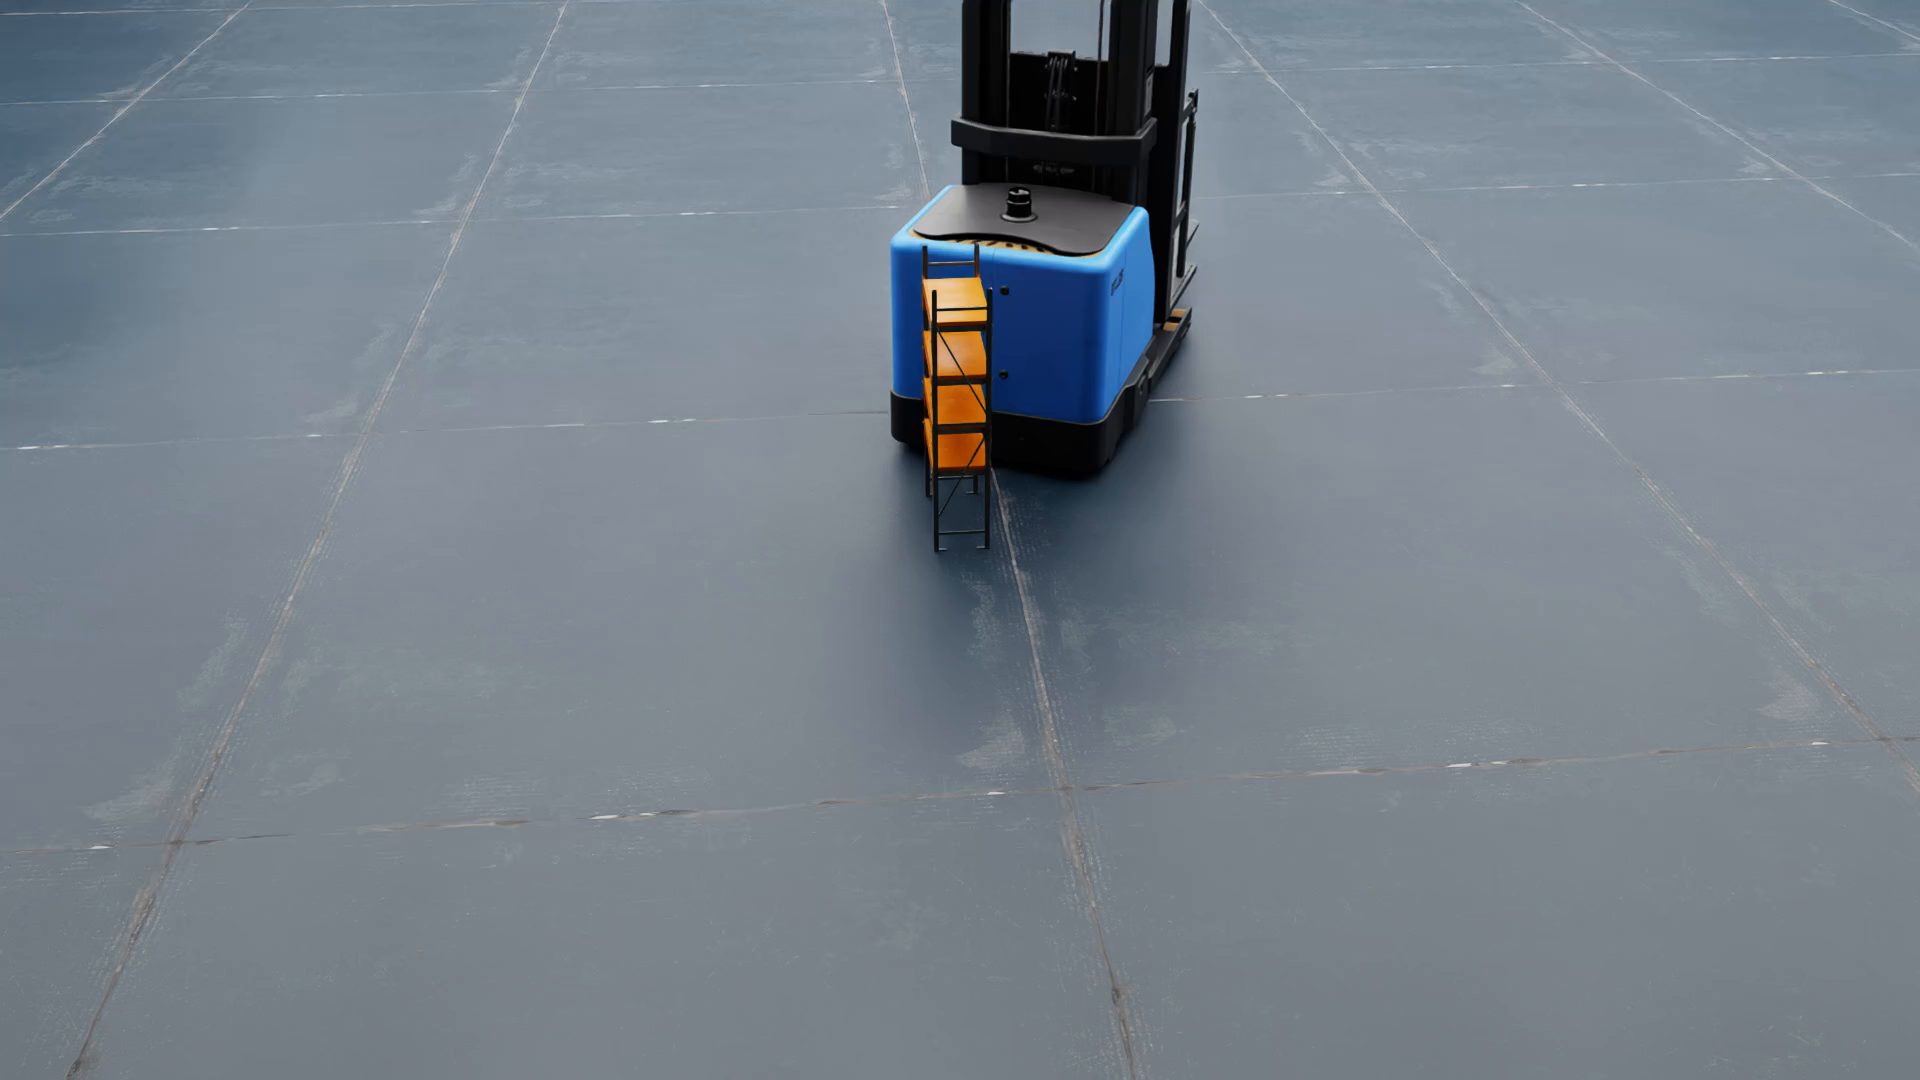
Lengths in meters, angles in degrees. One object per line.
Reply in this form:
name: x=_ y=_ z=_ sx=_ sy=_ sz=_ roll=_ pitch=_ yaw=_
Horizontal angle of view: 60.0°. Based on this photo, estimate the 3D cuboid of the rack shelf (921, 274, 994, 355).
rack shelf: x=-0.015 y=-0.937 z=6.882 sx=0.258 sy=0.148 sz=0.480 roll=-3 pitch=31 yaw=-5

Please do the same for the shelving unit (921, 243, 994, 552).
shelving unit: x=-0.015 y=-0.600 z=7.084 sx=0.258 sy=1.200 sz=0.503 roll=-3 pitch=31 yaw=-5

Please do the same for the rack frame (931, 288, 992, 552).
rack frame: x=0.007 y=-0.475 z=6.875 sx=0.240 sy=1.200 sz=0.015 roll=-3 pitch=31 yaw=-5

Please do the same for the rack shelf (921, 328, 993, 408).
rack shelf: x=-0.015 y=-0.734 z=7.004 sx=0.258 sy=0.148 sz=0.480 roll=-3 pitch=31 yaw=-5

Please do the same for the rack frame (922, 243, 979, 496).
rack frame: x=-0.038 y=-0.724 z=7.292 sx=0.240 sy=1.200 sz=0.015 roll=-3 pitch=31 yaw=-5

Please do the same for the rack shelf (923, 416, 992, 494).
rack shelf: x=-0.015 y=-0.371 z=7.220 sx=0.258 sy=0.148 sz=0.480 roll=-3 pitch=31 yaw=-5

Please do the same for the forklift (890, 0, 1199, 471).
forklift: x=0.629 y=-2.320 z=8.276 sx=1.130 sy=2.935 sz=3.031 roll=10 pitch=32 yaw=16

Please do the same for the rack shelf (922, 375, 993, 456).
rack shelf: x=-0.015 y=-0.542 z=7.118 sx=0.258 sy=0.148 sz=0.480 roll=-3 pitch=31 yaw=-5
